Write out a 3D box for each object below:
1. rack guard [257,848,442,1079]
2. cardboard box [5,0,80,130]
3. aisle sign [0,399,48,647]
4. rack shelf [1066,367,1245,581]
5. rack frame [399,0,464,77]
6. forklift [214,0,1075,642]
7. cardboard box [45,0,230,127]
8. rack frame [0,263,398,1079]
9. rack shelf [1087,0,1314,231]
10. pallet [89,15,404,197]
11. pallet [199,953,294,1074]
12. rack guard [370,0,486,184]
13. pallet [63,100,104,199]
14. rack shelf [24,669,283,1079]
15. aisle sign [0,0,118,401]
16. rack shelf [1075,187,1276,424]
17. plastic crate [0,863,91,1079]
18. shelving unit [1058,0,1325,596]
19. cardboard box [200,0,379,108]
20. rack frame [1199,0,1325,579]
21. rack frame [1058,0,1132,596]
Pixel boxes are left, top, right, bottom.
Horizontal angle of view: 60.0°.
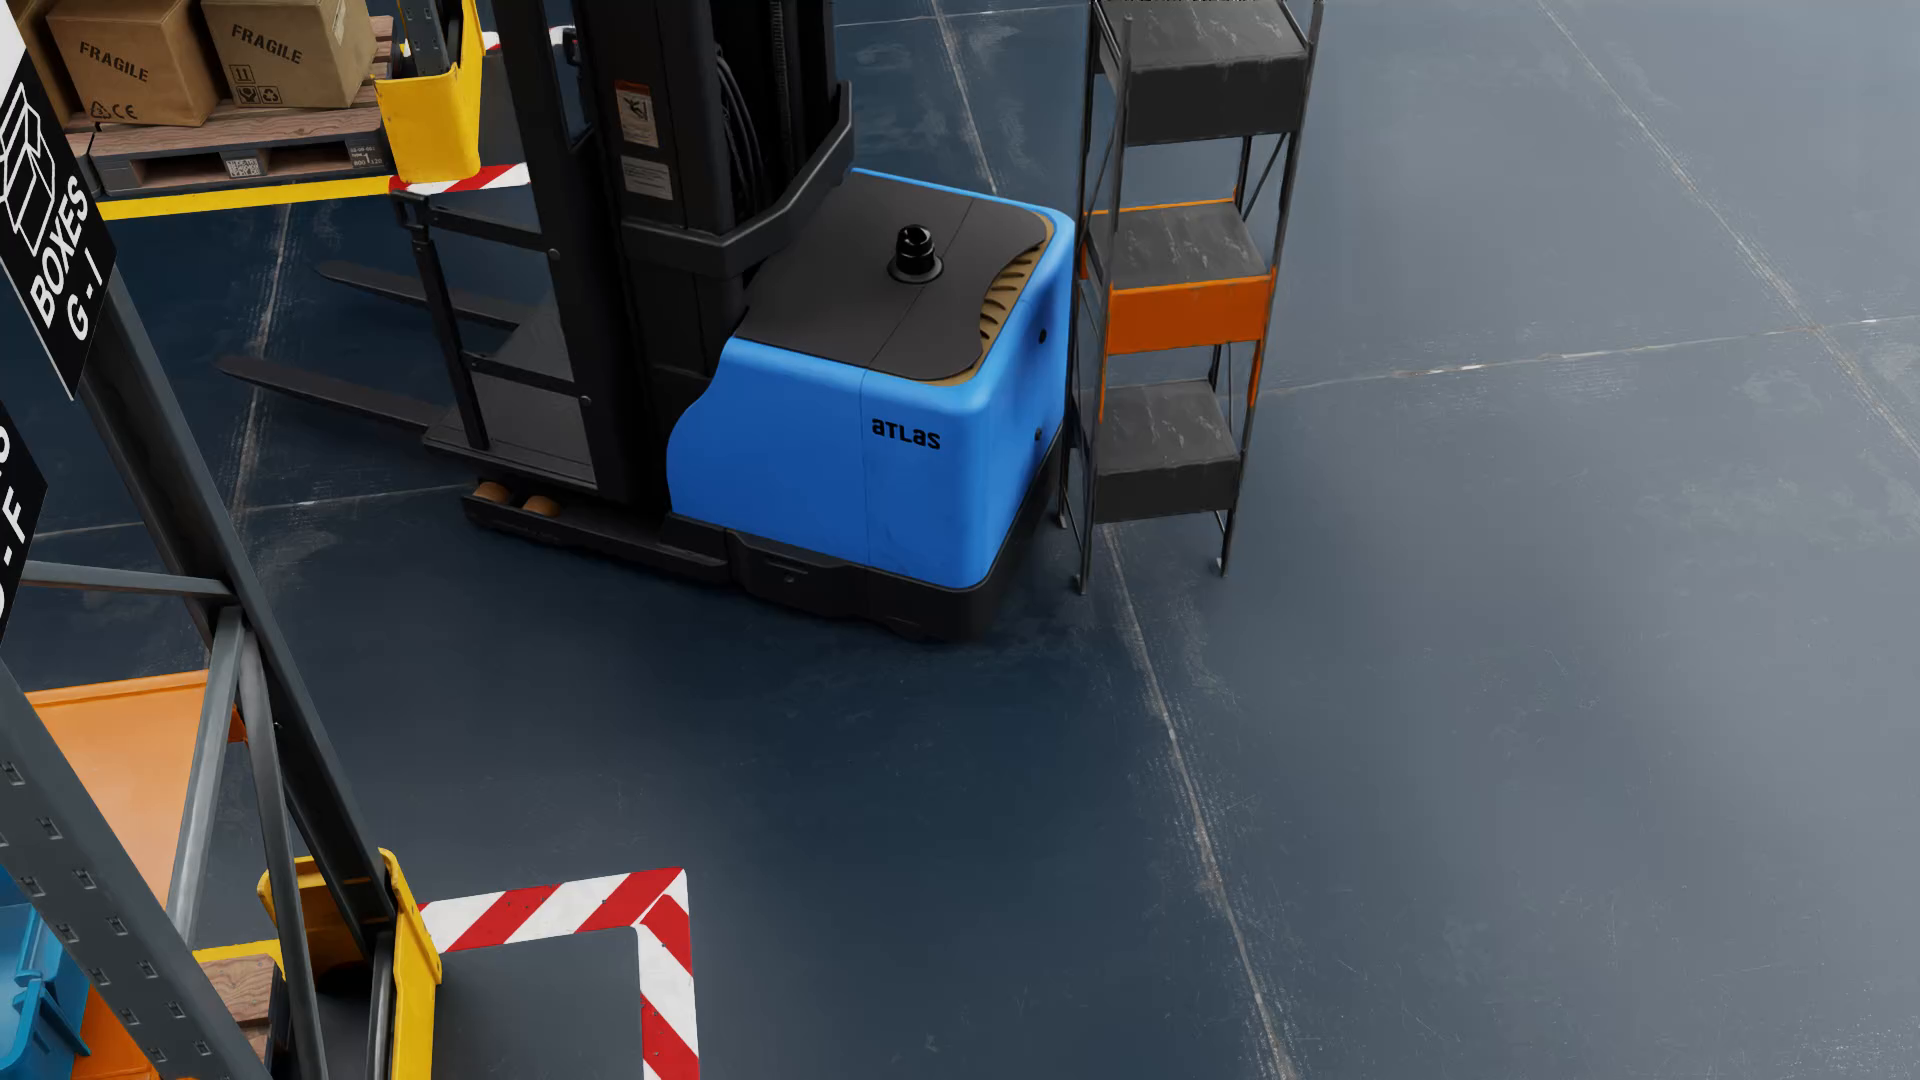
[{"bbox_3d":[-1.520,1.396,4.058,0.348,0.500,1.175,-7,46,-7],"label":"rack guard"},{"bbox_3d":[-4.119,-2.081,7.116,0.500,0.500,0.500,-3,46,-3],"label":"cardboard box"},{"bbox_3d":[-1.332,-0.214,2.068,0.004,0.787,0.394,-7,46,-7],"label":"aisle sign"},{"bbox_3d":[0.623,-0.217,5.492,0.480,0.518,0.431,-7,46,-6],"label":"rack shelf"},{"bbox_3d":[-2.298,-3.029,6.585,0.127,3.000,1.000,-7,46,-7],"label":"rack frame"},{"bbox_3d":[-1.182,-1.348,5.014,3.031,2.935,1.130,15,48,14],"label":"forklift"},{"bbox_3d":[-3.499,-2.144,7.177,0.500,0.500,0.500,4,46,4],"label":"cardboard box"},{"bbox_3d":[-1.453,0.486,3.199,0.127,3.000,1.000,-7,46,-7],"label":"rack frame"},{"bbox_3d":[0.623,-1.188,4.484,0.480,0.518,0.431,-7,46,-6],"label":"rack shelf"},{"bbox_3d":[-3.179,-1.977,7.508,1.213,0.211,1.003,-7,46,-7],"label":"pallet"},{"bbox_3d":[-2.322,1.592,4.069,1.213,0.211,1.003,-7,46,-7],"label":"pallet"},{"bbox_3d":[-2.373,-2.152,7.476,0.348,0.500,1.175,-7,46,-7],"label":"rack guard"},{"bbox_3d":[-4.379,-1.830,7.366,1.213,0.211,1.003,-7,46,-7],"label":"pallet"},{"bbox_3d":[-3.424,0.981,3.221,4.000,0.370,1.077,-7,46,-7],"label":"rack shelf"},{"bbox_3d":[-1.432,-0.633,2.471,0.004,0.787,0.394,-7,46,-7],"label":"aisle sign"},{"bbox_3d":[0.623,-0.703,4.988,0.480,0.518,0.431,-7,46,-6],"label":"rack shelf"},{"bbox_3d":[-1.895,0.811,2.989,0.616,0.251,0.499,-7,46,-7],"label":"plastic crate"},{"bbox_3d":[0.623,-0.712,4.978,0.503,2.100,0.431,-7,46,-6],"label":"shelving unit"},{"bbox_3d":[-2.916,-2.242,7.272,0.500,0.500,0.500,1,46,1],"label":"cardboard box"},{"bbox_3d":[0.864,-0.740,5.005,0.015,2.100,0.400,-7,46,-6],"label":"rack frame"},{"bbox_3d":[0.382,-0.684,4.951,0.015,2.100,0.400,-7,46,-6],"label":"rack frame"}]
